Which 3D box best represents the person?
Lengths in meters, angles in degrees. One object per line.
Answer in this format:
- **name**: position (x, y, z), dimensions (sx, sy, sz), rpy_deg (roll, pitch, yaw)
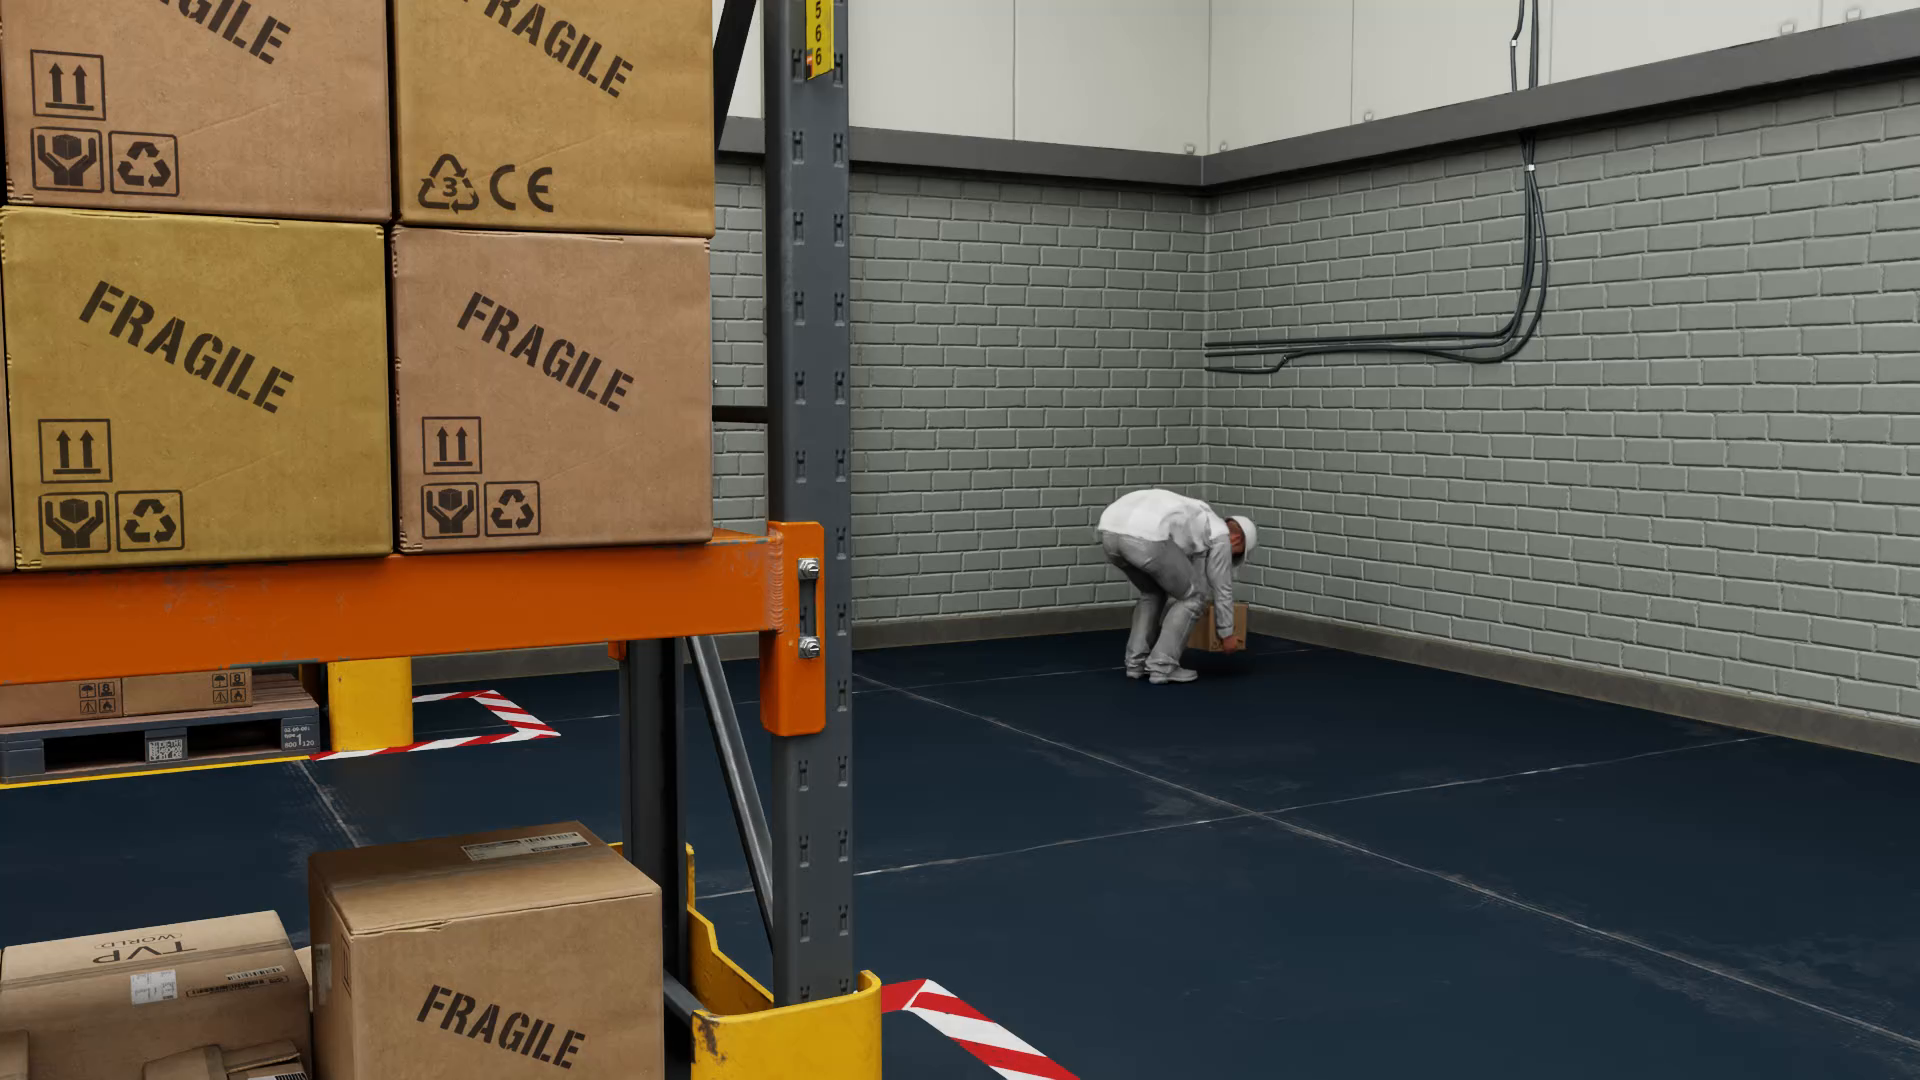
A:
- **person**: position (1.226, 0.233, 9.119), dimensions (1.004, 1.042, 0.476), rpy_deg (-3, 6, -31)
